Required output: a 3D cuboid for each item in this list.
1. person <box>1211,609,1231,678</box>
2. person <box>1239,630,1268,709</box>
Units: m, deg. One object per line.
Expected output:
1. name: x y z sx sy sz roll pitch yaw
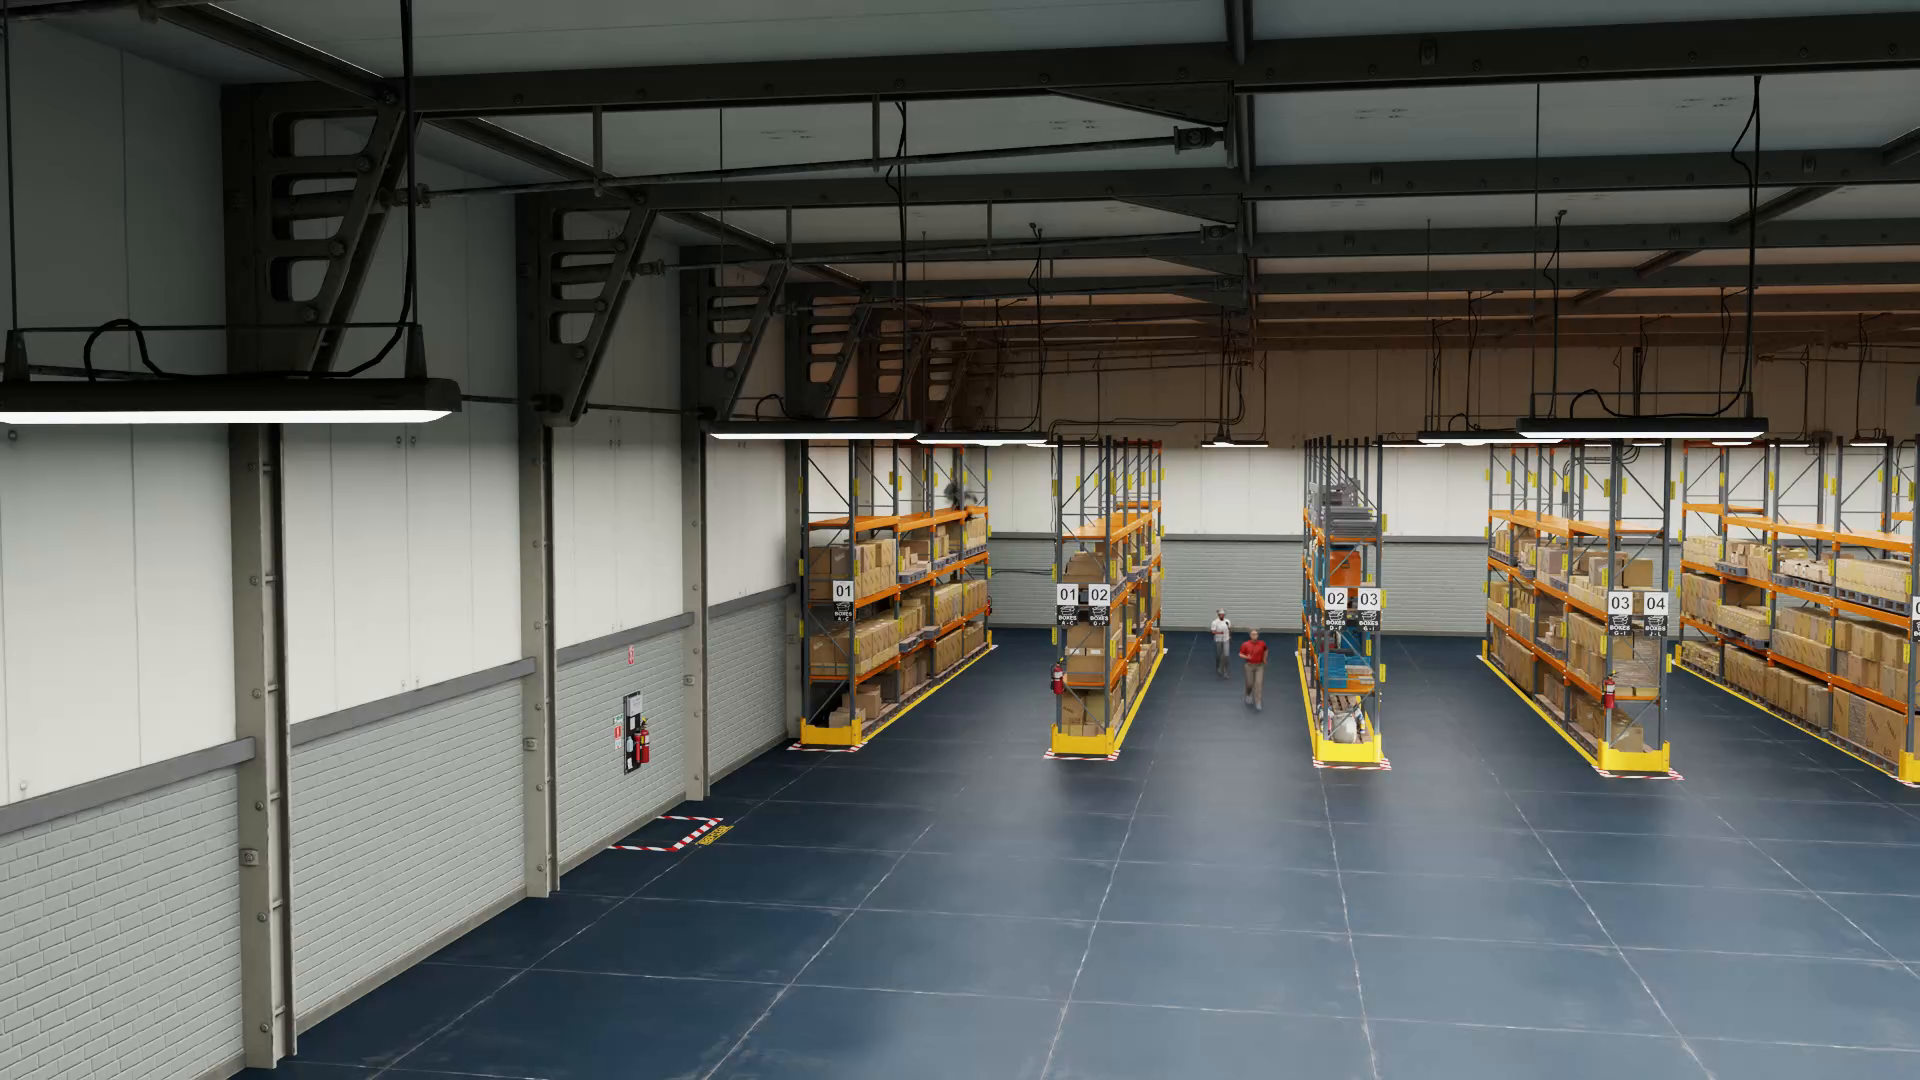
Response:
1. person: 6.617 2.599 42.089 0.546 1.756 0.772 0 3 2
2. person: 6.511 2.839 36.804 0.665 1.697 1.010 0 3 2
